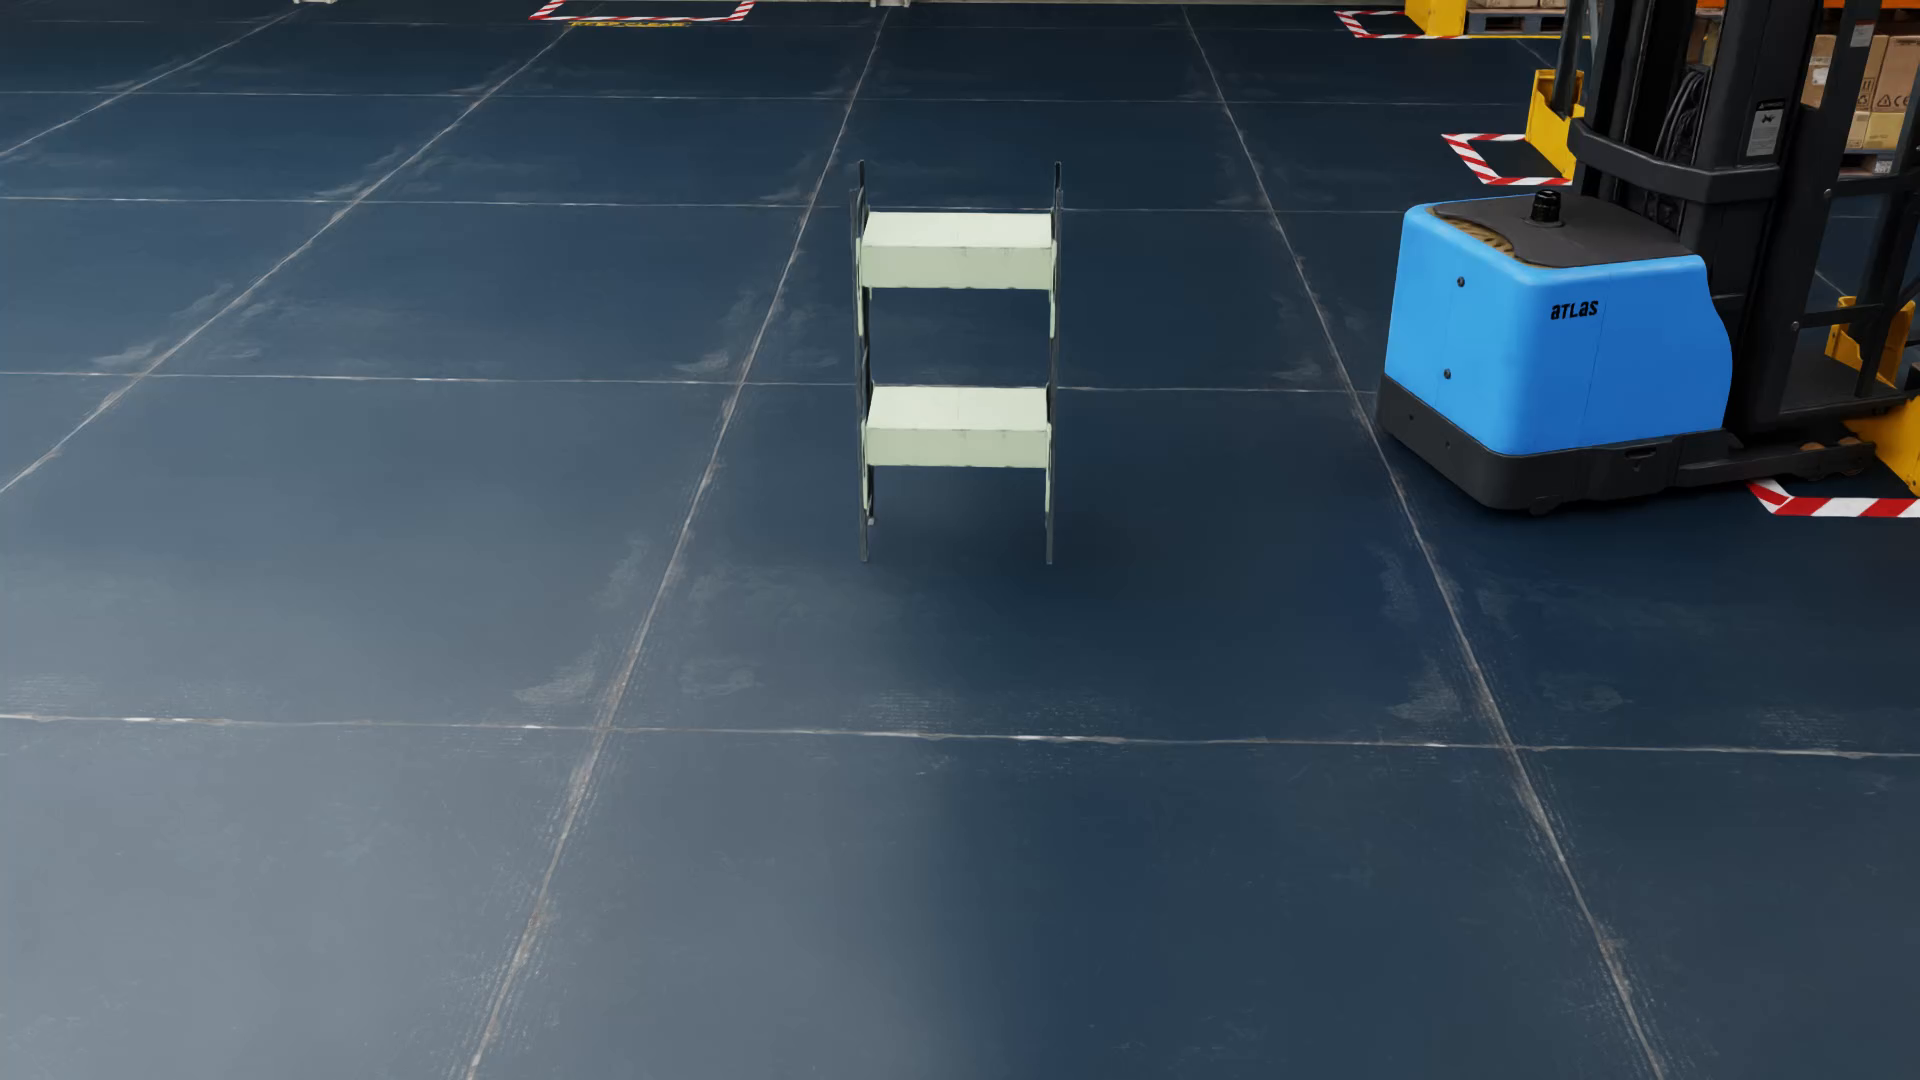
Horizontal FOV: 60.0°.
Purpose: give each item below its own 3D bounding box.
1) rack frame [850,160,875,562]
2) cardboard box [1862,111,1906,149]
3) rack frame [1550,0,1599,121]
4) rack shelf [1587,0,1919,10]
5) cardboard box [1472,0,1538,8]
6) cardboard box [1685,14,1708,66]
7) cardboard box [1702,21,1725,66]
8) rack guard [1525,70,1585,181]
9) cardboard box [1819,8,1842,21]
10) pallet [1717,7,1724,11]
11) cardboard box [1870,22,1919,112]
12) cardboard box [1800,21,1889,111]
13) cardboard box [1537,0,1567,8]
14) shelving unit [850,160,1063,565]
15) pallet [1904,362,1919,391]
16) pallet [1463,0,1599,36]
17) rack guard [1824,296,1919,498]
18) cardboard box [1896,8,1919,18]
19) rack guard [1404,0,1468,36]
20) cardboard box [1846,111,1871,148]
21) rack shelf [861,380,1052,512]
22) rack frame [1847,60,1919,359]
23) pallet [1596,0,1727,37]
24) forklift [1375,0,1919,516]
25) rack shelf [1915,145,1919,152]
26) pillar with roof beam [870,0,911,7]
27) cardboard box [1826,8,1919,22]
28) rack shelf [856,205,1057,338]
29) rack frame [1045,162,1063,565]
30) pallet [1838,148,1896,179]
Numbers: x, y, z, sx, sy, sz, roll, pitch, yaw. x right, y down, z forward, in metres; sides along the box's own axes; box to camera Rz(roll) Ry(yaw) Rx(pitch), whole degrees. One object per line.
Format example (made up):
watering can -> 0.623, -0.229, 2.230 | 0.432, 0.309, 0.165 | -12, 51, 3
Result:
rack frame -> -0.372, -0.669, 6.410 | 0.023, 1.500, 0.400 | 1, 28, 2
cardboard box -> 6.406, -2.888, 11.482 | 0.500, 0.250, 0.500 | 1, 28, 2
rack frame -> 4.378, -4.055, 11.198 | 0.127, 3.000, 1.000 | 1, 28, 2
rack shelf -> 6.377, -3.705, 11.304 | 4.000, 0.370, 1.077 | 1, 28, 2
cardboard box -> 5.238, -5.327, 15.997 | 0.500, 0.311, 0.500 | -2, 28, -4
cardboard box -> 4.925, -3.488, 11.814 | 0.500, 0.500, 0.500 | 1, 28, 2
cardboard box -> 5.406, -3.237, 11.341 | 0.500, 0.500, 0.500 | 1, 28, 2
rack guard -> 4.354, -2.951, 11.784 | 0.348, 0.500, 1.175 | 1, 28, 2
cardboard box -> 5.925, -3.478, 11.795 | 0.500, 0.500, 0.500 | 1, 28, 2
pallet -> 7.875, -5.071, 16.090 | 1.213, 0.211, 1.003 | 1, 28, 2
cardboard box -> 6.405, -3.218, 11.305 | 0.500, 0.500, 0.500 | 1, 28, 2
cardboard box -> 5.906, -3.235, 11.336 | 0.500, 0.500, 0.500 | 1, 28, 2
cardboard box -> 5.808, -5.318, 15.980 | 0.500, 0.311, 0.500 | 3, 28, 6
shelving unit -> -0.007, -0.663, 6.399 | 0.755, 1.500, 0.431 | 1, 28, 2
pallet -> 5.089, -0.510, 7.486 | 1.213, 0.211, 1.003 | 1, 28, 2
pallet -> 5.436, -5.111, 16.166 | 1.213, 0.211, 1.003 | 1, 28, 2
rack guard -> 4.277, -0.653, 7.449 | 0.348, 0.500, 1.175 | 1, 28, 2
cardboard box -> 6.924, -3.462, 11.765 | 0.500, 0.500, 0.500 | 1, 28, 2
rack guard -> 4.625, -5.269, 16.155 | 0.348, 0.500, 1.175 | 1, 28, 2
cardboard box -> 5.906, -2.898, 11.502 | 0.500, 0.250, 0.500 | 1, 28, 2
rack shelf -> -0.007, -0.375, 6.552 | 0.720, 0.370, 0.431 | 1, 28, 2
rack frame -> 4.200, -1.737, 6.824 | 0.127, 3.000, 1.000 | 1, 28, 2
pallet -> 6.652, -5.089, 16.125 | 1.213, 0.211, 1.003 | 1, 28, 2
forklift -> 3.480, -1.779, 6.977 | 3.031, 2.935, 1.130 | -8, 29, -15
rack shelf -> 6.199, -1.386, 6.930 | 4.000, 0.370, 1.077 | 1, 28, 2
pillar with roof beam -> -0.869, -7.502, 11.294 | 0.400, 9.000, 9.100 | 1, 28, 2
cardboard box -> 6.424, -3.469, 11.779 | 0.500, 0.500, 0.500 | 1, 28, 2
rack shelf -> -0.007, -1.008, 6.216 | 0.720, 0.370, 0.431 | 1, 28, 2
rack frame -> 0.359, -0.657, 6.388 | 0.023, 1.500, 0.400 | 1, 28, 2
pallet -> 6.360, -2.809, 11.823 | 1.213, 0.211, 1.003 | 1, 28, 2
